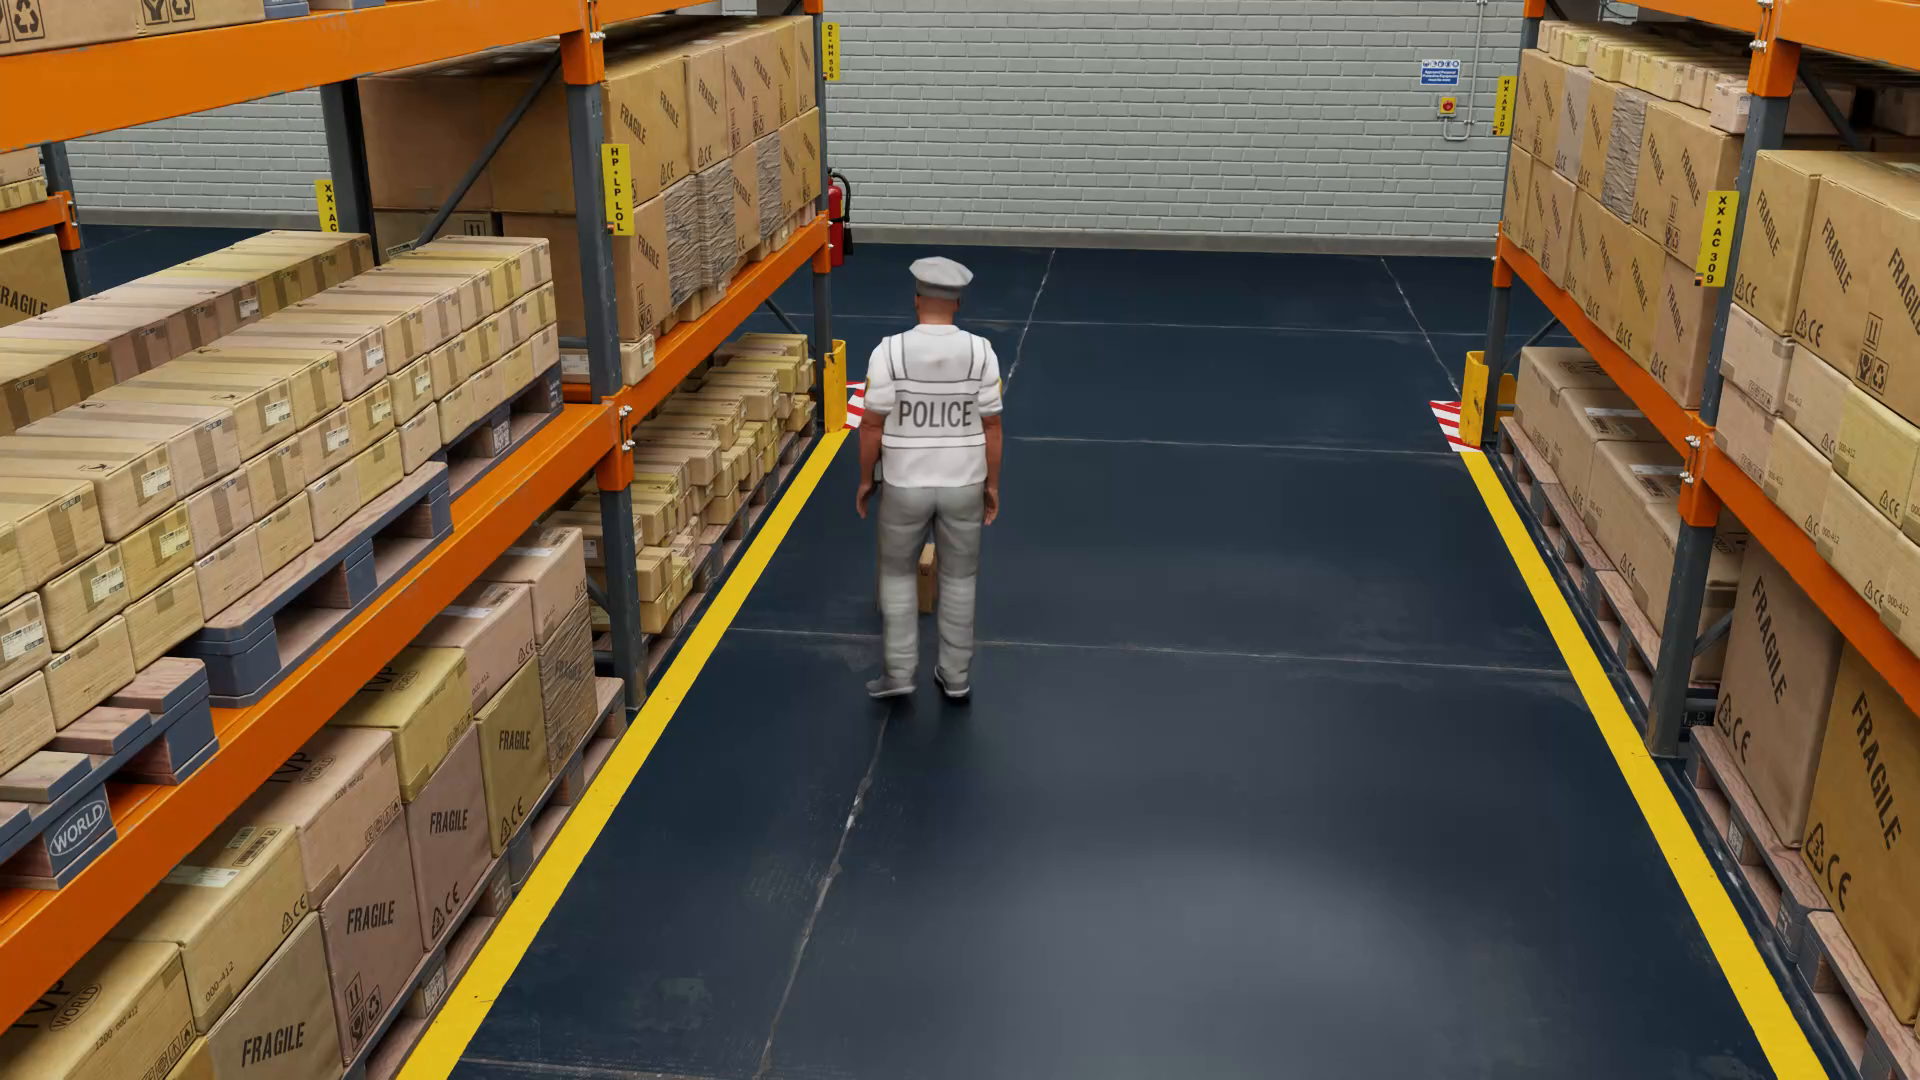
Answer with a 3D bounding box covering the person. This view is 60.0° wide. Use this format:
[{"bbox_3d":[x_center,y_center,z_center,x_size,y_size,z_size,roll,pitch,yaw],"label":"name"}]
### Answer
[{"bbox_3d":[-0.121,-0.193,6.598,0.579,1.813,0.408,-3,21,-7],"label":"person"}]
